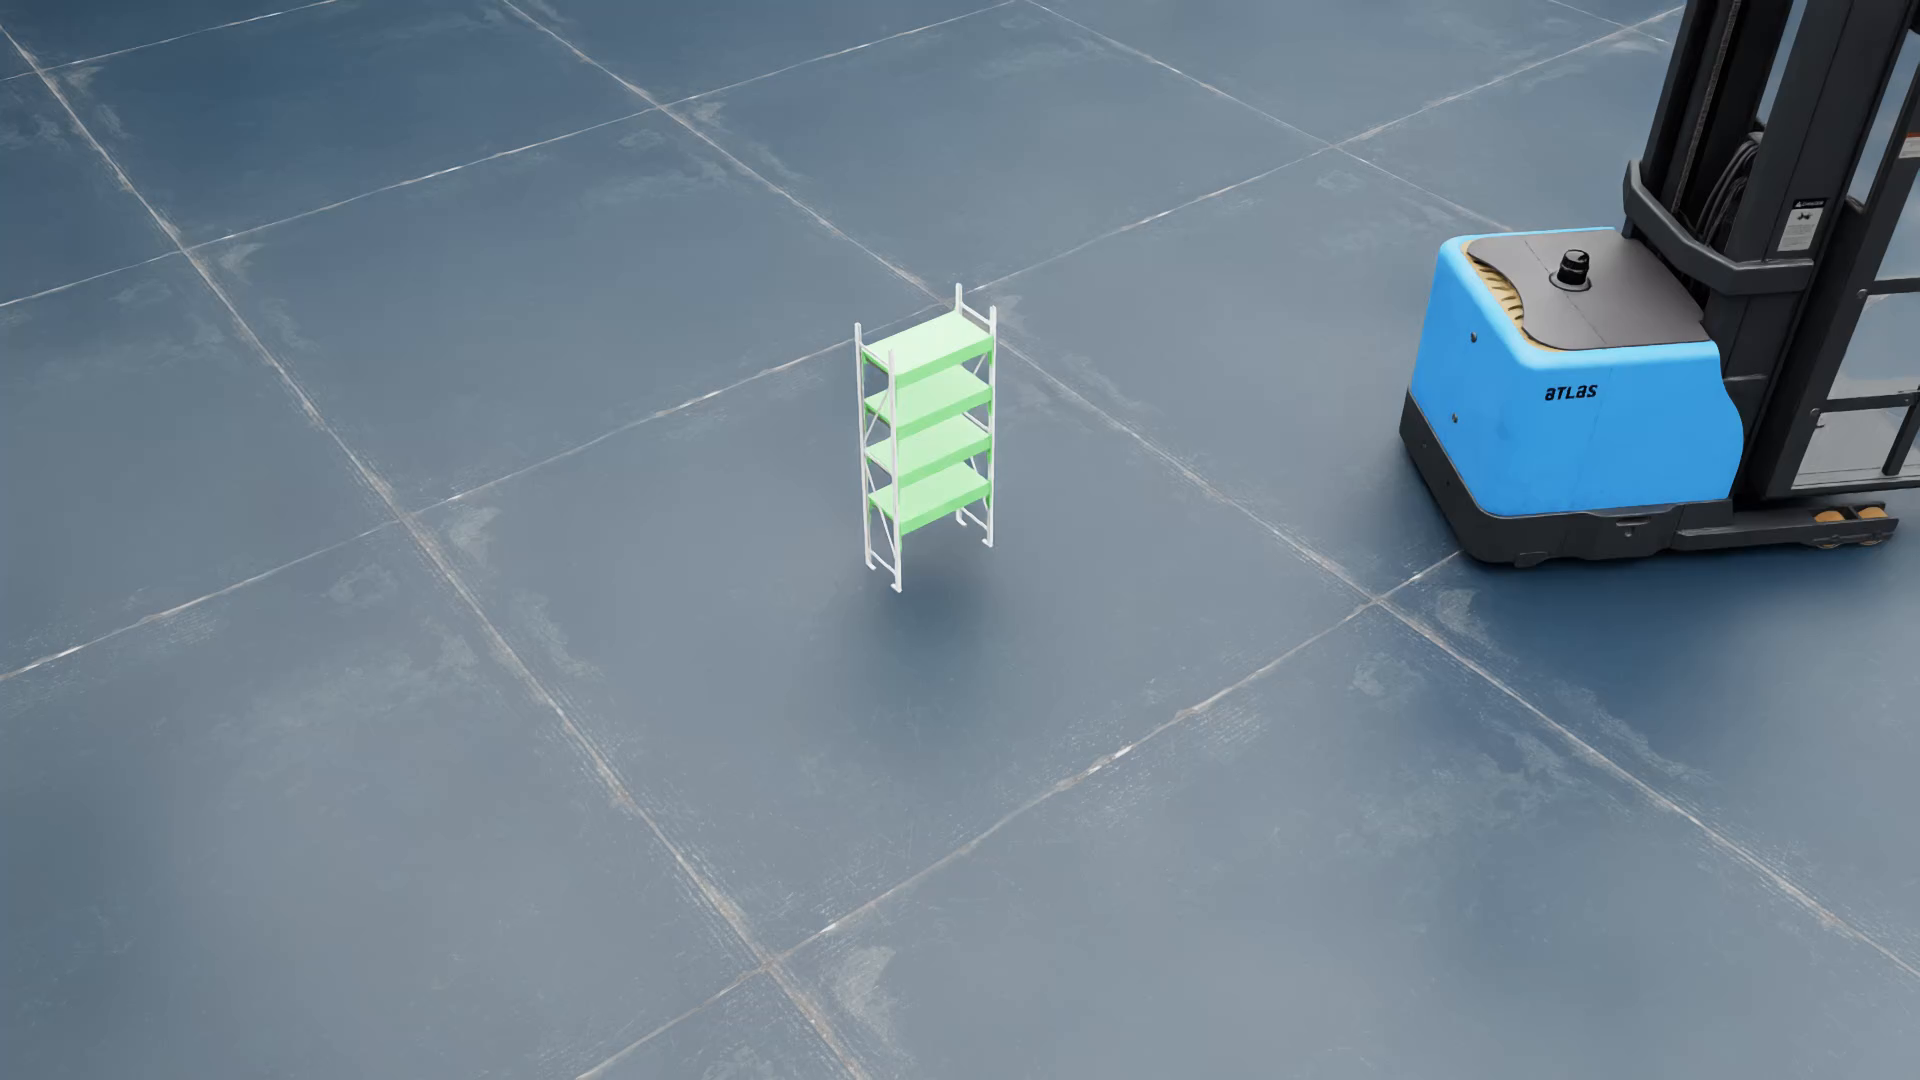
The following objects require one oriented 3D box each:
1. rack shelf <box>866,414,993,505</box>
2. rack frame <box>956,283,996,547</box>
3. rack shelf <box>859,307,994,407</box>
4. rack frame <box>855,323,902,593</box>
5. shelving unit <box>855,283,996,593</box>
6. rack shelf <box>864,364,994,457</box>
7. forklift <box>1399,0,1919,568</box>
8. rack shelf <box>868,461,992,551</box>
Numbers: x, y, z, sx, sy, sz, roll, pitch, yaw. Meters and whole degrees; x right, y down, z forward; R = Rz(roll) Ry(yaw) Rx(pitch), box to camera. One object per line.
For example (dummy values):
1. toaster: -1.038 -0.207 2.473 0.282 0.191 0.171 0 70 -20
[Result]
1. rack shelf: -0.131 -0.351 6.832 0.480 0.148 0.258 -26 46 -28
2. rack frame: 0.062 -0.494 6.906 0.015 1.200 0.240 -26 46 -28
3. rack shelf: -0.131 -0.722 6.528 0.480 0.148 0.258 -26 46 -28
4. rack frame: -0.325 -0.306 6.677 0.015 1.200 0.240 -26 46 -28
5. shelving unit: -0.131 -0.400 6.791 0.503 1.200 0.258 -26 46 -28
6. rack shelf: -0.131 -0.536 6.680 0.480 0.148 0.258 -26 46 -28
7. forklift: 3.601 -1.425 6.676 3.031 2.935 1.130 -5 40 -6
8. rack shelf: -0.131 -0.165 6.984 0.480 0.148 0.258 -26 46 -28
